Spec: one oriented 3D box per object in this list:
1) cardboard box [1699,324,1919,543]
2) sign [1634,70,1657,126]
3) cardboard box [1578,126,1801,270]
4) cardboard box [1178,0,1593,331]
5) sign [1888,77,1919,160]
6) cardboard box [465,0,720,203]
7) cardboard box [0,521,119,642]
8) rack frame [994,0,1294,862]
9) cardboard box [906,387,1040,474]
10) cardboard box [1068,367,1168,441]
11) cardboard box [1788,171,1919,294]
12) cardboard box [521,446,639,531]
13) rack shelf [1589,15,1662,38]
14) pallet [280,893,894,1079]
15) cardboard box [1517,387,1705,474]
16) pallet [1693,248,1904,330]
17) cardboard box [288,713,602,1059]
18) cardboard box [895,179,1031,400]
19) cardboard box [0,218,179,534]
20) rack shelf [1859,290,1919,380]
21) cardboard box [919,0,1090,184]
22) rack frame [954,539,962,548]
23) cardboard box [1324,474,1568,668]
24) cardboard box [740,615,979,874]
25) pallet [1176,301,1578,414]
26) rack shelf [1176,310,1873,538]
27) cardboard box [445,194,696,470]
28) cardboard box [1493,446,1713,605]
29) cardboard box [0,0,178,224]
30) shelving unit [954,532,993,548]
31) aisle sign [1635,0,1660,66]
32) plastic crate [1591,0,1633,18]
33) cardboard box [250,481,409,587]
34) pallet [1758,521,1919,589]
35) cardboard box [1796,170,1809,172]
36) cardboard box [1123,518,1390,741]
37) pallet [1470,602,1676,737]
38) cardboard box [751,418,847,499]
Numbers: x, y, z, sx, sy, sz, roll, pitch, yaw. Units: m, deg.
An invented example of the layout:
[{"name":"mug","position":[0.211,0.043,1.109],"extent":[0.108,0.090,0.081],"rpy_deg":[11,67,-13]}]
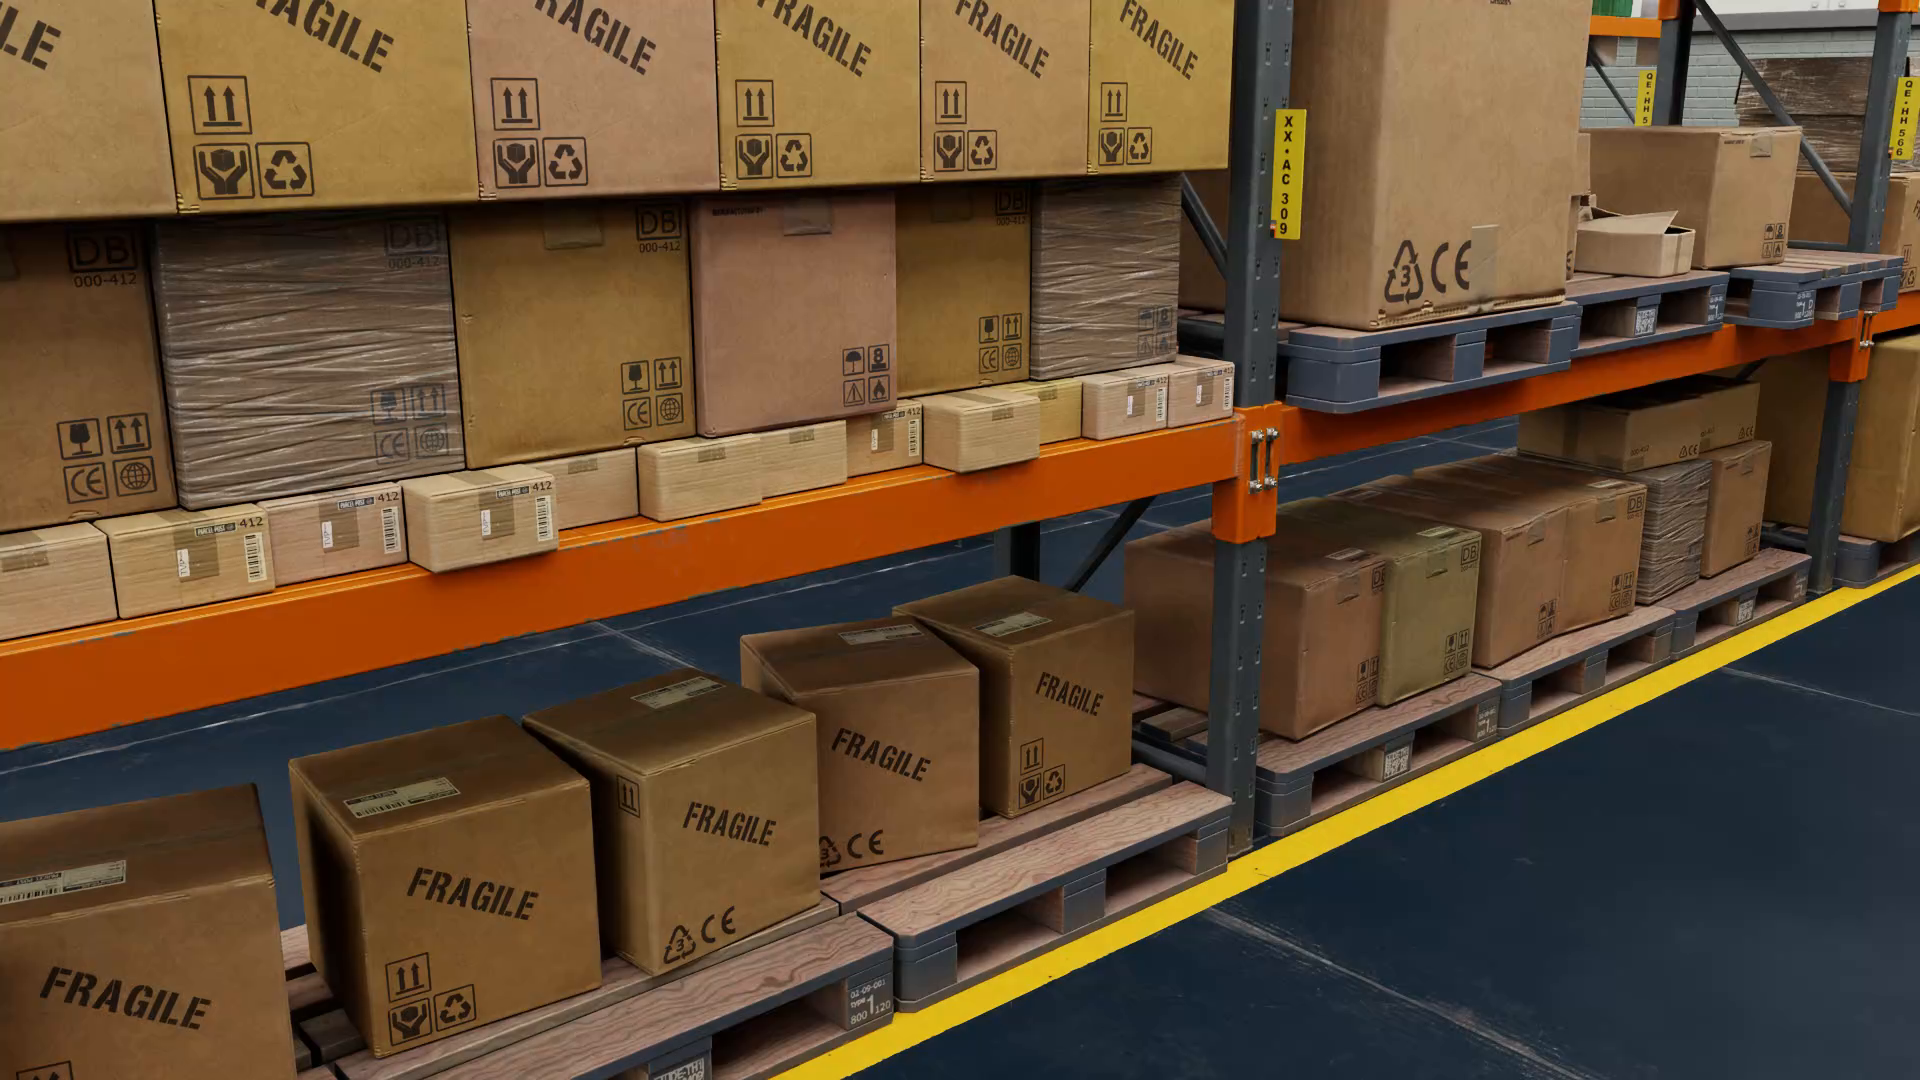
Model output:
[{"name":"cardboard box","position":[4.032,-0.595,7.969],"extent":[0.875,0.875,1.225],"rpy_deg":[-14,20,-42]},{"name":"sign","position":[3.131,-1.973,7.579],"extent":[0.005,0.325,0.100],"rpy_deg":[-13,19,-39]},{"name":"cardboard box","position":[2.761,-1.344,6.461],"extent":[0.500,0.500,0.700],"rpy_deg":[-9,18,-31]},{"name":"cardboard box","position":[1.172,-1.228,5.060],"extent":[1.000,1.000,1.000],"rpy_deg":[-12,19,-39]},{"name":"sign","position":[3.861,-1.723,6.798],"extent":[0.005,0.325,0.100],"rpy_deg":[-13,19,-39]},{"name":"cardboard box","position":[-0.812,-0.920,3.174],"extent":[0.500,0.500,0.500],"rpy_deg":[-13,19,-39]},{"name":"cardboard box","position":[-1.591,0.044,2.758],"extent":[0.250,0.149,0.380],"rpy_deg":[-13,19,-39]},{"name":"rack frame","position":[0.481,-0.628,4.790],"extent":[0.127,3.000,1.000],"rpy_deg":[-13,19,-39]},{"name":"cardboard box","position":[-0.027,-0.278,3.965],"extent":[0.250,0.149,0.380],"rpy_deg":[-13,19,-39]},{"name":"cardboard box","position":[0.316,-0.373,4.320],"extent":[0.250,0.149,0.380],"rpy_deg":[-13,19,-39]},{"name":"cardboard box","position":[4.043,-1.384,7.423],"extent":[0.500,0.500,0.500],"rpy_deg":[-12,19,-38]},{"name":"cardboard box","position":[-0.869,-0.135,3.428],"extent":[0.250,0.149,0.380],"rpy_deg":[-13,19,-39]},{"name":"rack shelf","position":[4.773,-4.388,14.447],"extent":[4.000,0.370,1.077],"rpy_deg":[-13,19,-39]},{"name":"pallet","position":[-0.924,1.047,3.920],"extent":[1.213,0.211,1.003],"rpy_deg":[-13,19,-39]},{"name":"cardboard box","position":[2.619,-0.462,6.705],"extent":[0.500,0.250,0.500],"rpy_deg":[-10,18,-33]},{"name":"pallet","position":[3.030,-1.072,6.822],"extent":[1.003,0.211,1.213],"rpy_deg":[-13,19,-39]},{"name":"cardboard box","position":[-1.142,0.741,3.692],"extent":[0.500,0.500,0.500],"rpy_deg":[-10,18,-34]},{"name":"cardboard box","position":[-0.300,-0.678,4.207],"extent":[0.500,0.500,0.875],"rpy_deg":[-13,19,-39]},{"name":"cardboard box","position":[-1.806,-0.339,2.935],"extent":[0.500,0.500,0.875],"rpy_deg":[-13,19,-39]},{"name":"rack shelf","position":[5.007,-1.297,8.688],"extent":[4.000,0.370,1.077],"rpy_deg":[-13,19,-39]},{"name":"cardboard box","position":[-0.055,-1.089,3.805],"extent":[0.500,0.500,0.500],"rpy_deg":[-13,19,-39]},{"name":"rack frame","position":[-0.071,-0.419,8.075],"extent":[0.006,0.900,0.240],"rpy_deg":[-13,19,-39]},{"name":"cardboard box","position":[1.752,0.095,6.073],"extent":[0.700,0.500,0.500],"rpy_deg":[14,20,42]},{"name":"cardboard box","position":[-0.275,0.535,4.465],"extent":[0.500,0.500,0.500],"rpy_deg":[-6,16,-22]},{"name":"pallet","position":[1.153,-0.637,5.193],"extent":[1.213,0.211,1.003],"rpy_deg":[-13,19,-39]},{"name":"rack shelf","position":[1.989,-0.620,6.151],"extent":[4.000,0.370,1.077],"rpy_deg":[-13,19,-39]},{"name":"cardboard box","position":[-1.015,-0.497,3.529],"extent":[0.500,0.500,0.875],"rpy_deg":[-13,19,-39]},{"name":"cardboard box","position":[2.596,-0.097,6.792],"extent":[0.700,0.500,0.500],"rpy_deg":[14,20,42]},{"name":"cardboard box","position":[-1.561,-0.749,2.535],"extent":[0.500,0.500,0.500],"rpy_deg":[-13,19,-39]},{"name":"shelving unit","position":[0.006,-0.436,8.139],"extent":[0.210,0.900,0.258],"rpy_deg":[-13,19,-39]},{"name":"aisle sign","position":[6.528,-4.836,15.507],"extent":[0.004,0.787,0.394],"rpy_deg":[-13,19,-39]},{"name":"plastic crate","position":[5.725,-4.750,14.817],"extent":[0.336,0.188,0.450],"rpy_deg":[-13,19,-39]},{"name":"cardboard box","position":[-1.227,-0.044,3.090],"extent":[0.250,0.149,0.380],"rpy_deg":[-13,19,-39]},{"name":"pallet","position":[4.142,-0.078,8.131],"extent":[1.213,0.211,1.003],"rpy_deg":[-13,19,-39]},{"name":"cardboard box","position":[3.708,-1.486,7.807],"extent":[0.500,0.500,0.500],"rpy_deg":[-12,19,-38]},{"name":"cardboard box","position":[0.958,0.267,5.429],"extent":[0.700,0.500,0.500],"rpy_deg":[14,21,43]},{"name":"pallet","position":[1.988,0.379,6.422],"extent":[1.213,0.211,1.003],"rpy_deg":[-13,19,-39]},{"name":"cardboard box","position":[-0.464,-0.211,3.715],"extent":[0.250,0.149,0.380],"rpy_deg":[-13,19,-39]}]
